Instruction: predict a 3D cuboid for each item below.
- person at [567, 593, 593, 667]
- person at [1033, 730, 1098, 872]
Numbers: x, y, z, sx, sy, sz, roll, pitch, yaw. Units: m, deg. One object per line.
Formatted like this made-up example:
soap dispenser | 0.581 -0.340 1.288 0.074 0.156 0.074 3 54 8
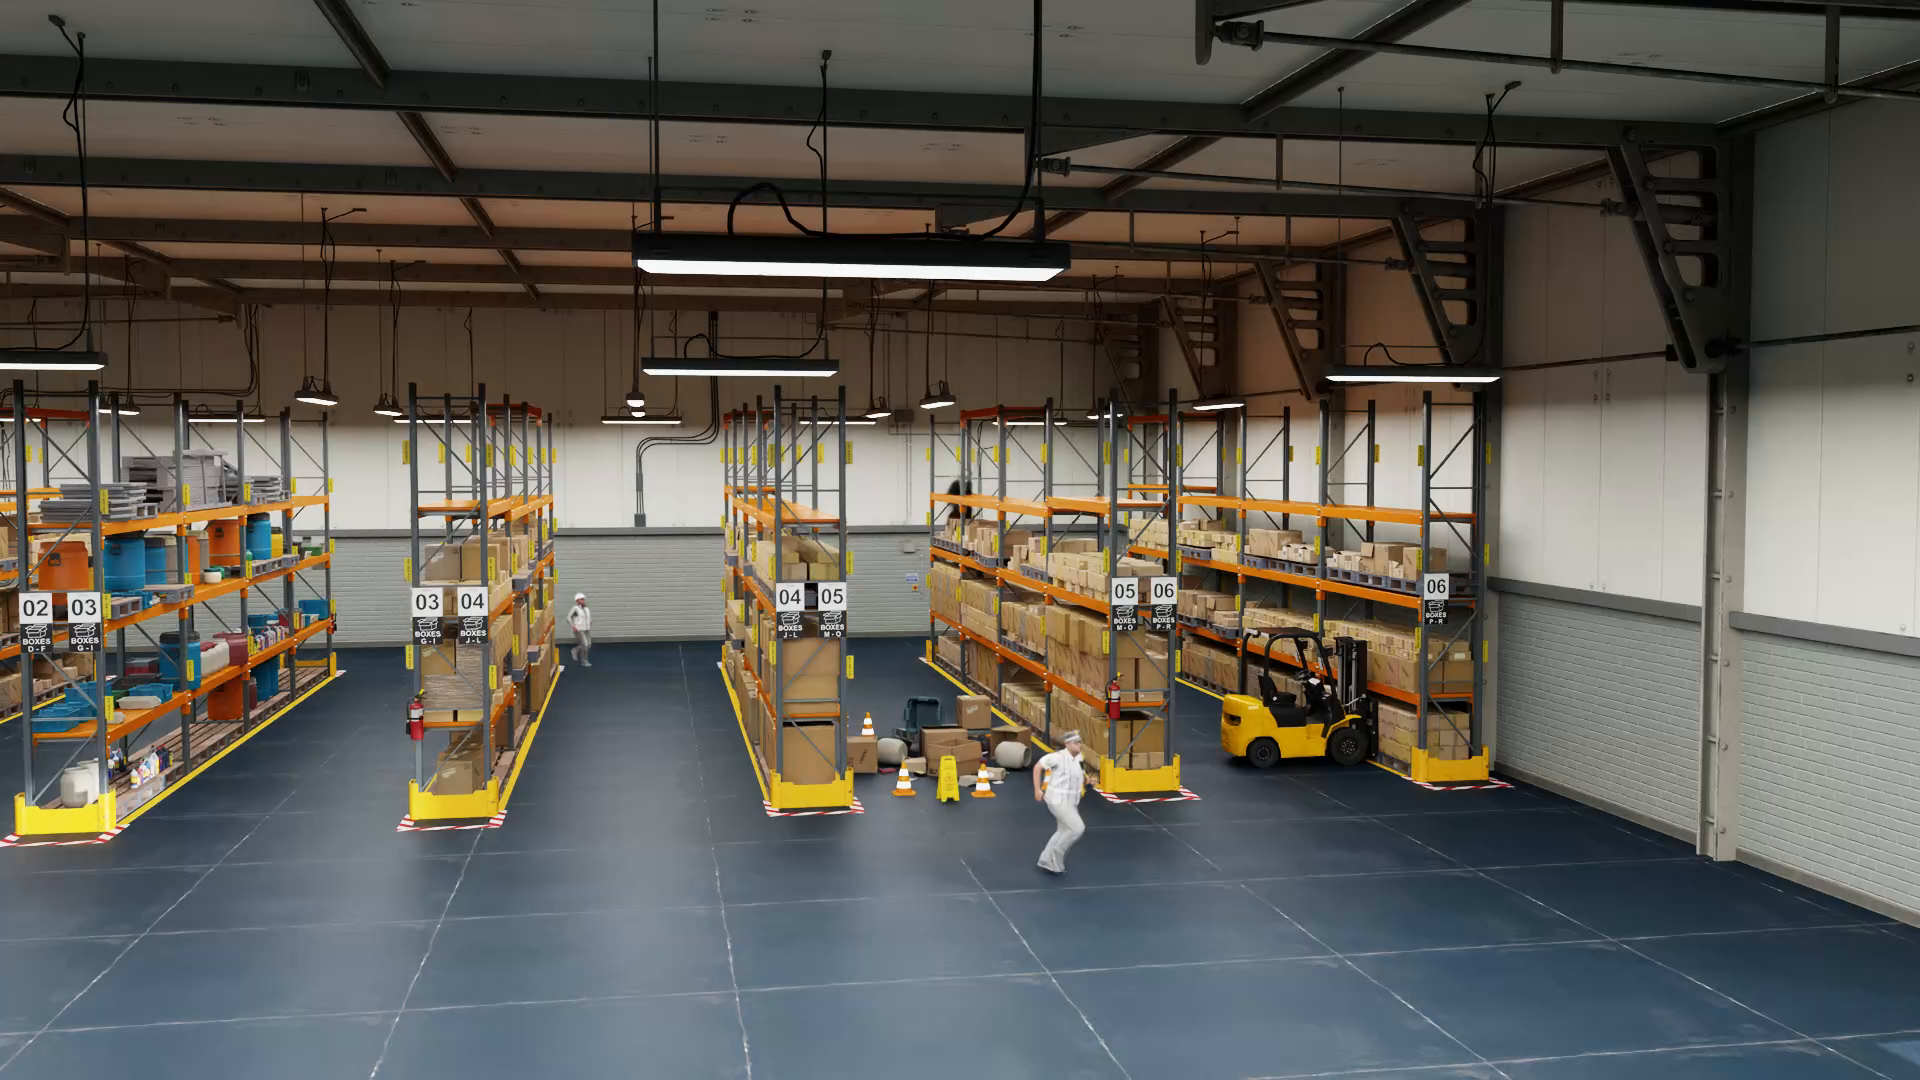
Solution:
person | -9.010 2.137 39.569 0.629 1.745 0.697 2 3 28
person | 1.272 3.112 19.800 0.774 1.730 0.700 2 4 36
